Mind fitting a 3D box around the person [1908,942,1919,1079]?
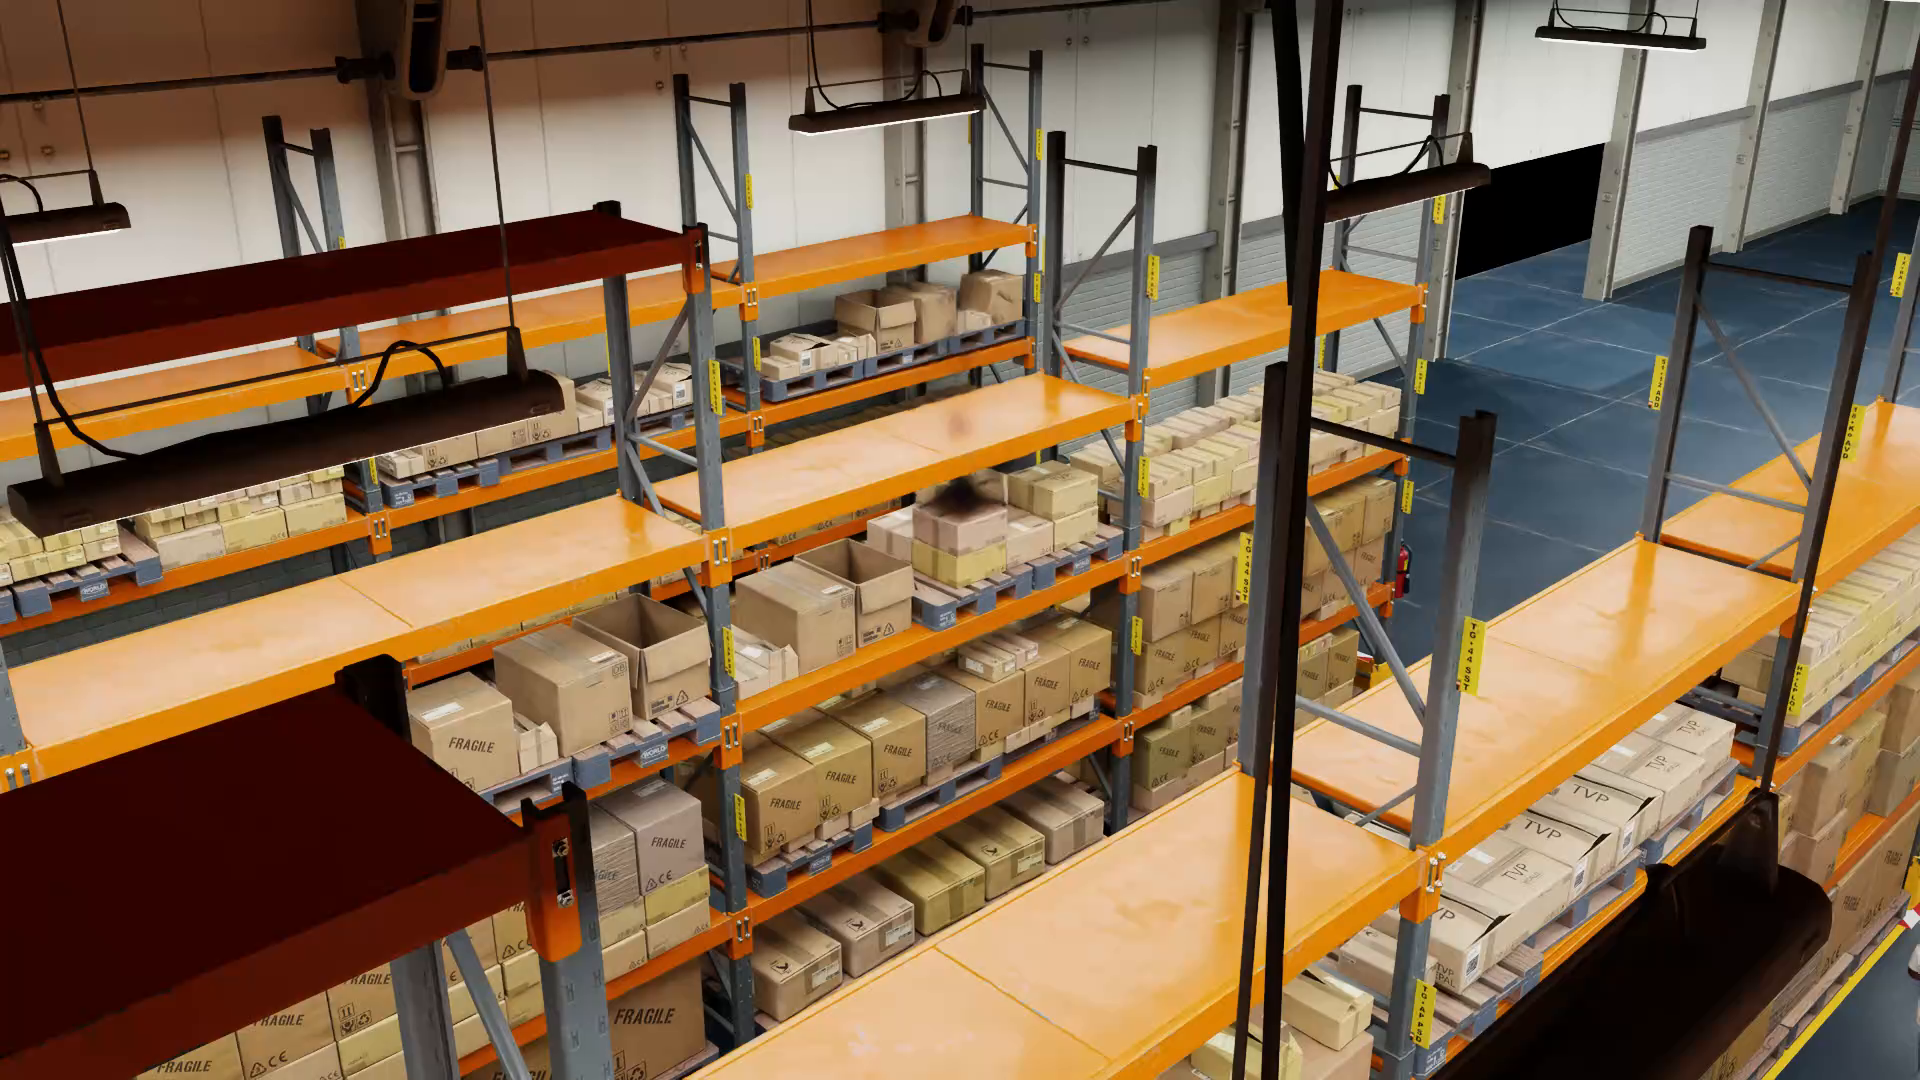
[{"bbox_3d":[6.545,3.189,10.898,0.745,1.670,0.744,-19,29,-38],"label":"person"}]
